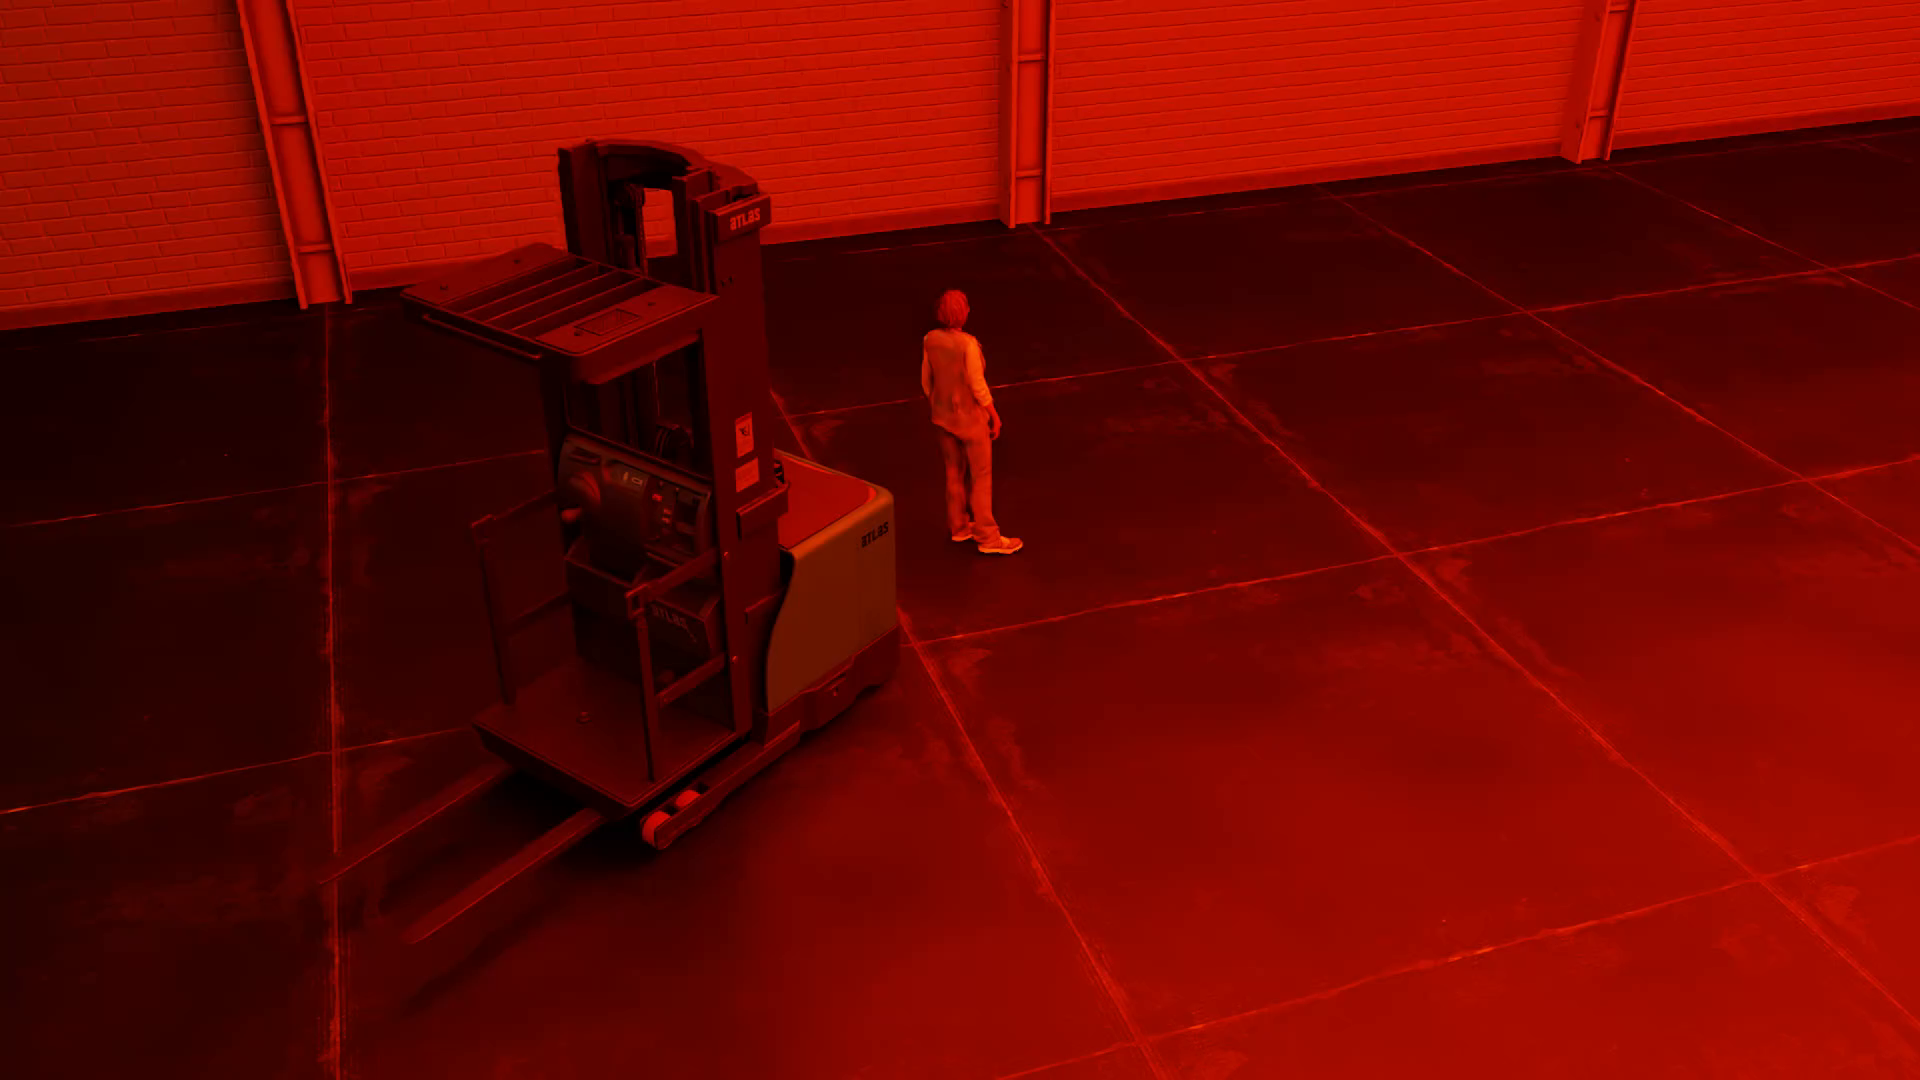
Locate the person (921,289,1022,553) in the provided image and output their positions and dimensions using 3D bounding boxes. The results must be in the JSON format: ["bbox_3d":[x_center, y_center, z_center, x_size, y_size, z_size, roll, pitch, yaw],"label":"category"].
[{"bbox_3d":[0.058,-0.686,9.611,0.617,1.599,0.358,21,36,31],"label":"person"}]

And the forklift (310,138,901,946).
[{"bbox_3d":[-1.596,-0.141,7.332,1.130,2.935,3.031,20,36,31],"label":"forklift"}]
